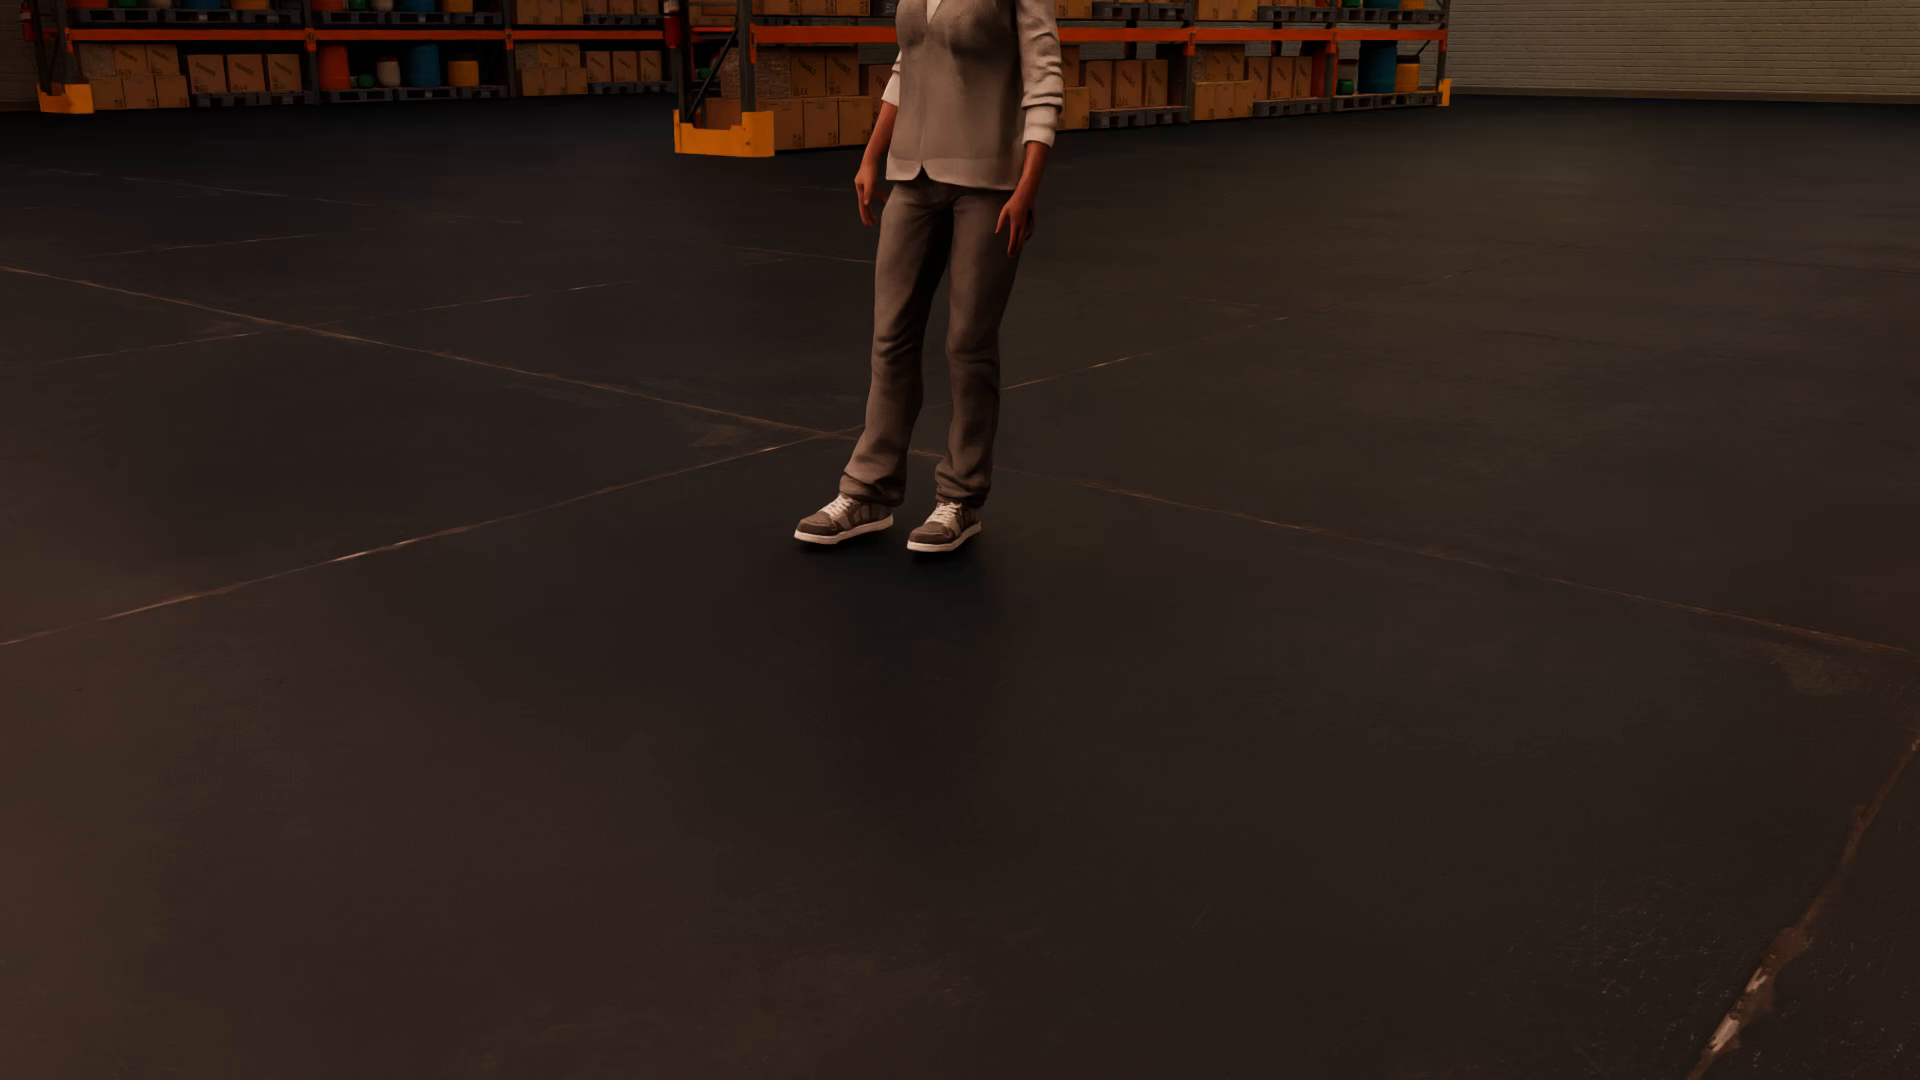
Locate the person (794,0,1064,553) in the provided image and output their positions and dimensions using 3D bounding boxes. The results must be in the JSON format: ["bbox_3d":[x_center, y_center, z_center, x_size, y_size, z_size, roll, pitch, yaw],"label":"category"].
[{"bbox_3d":[-0.058,-0.754,3.663,0.520,1.590,0.475,13,21,37],"label":"person"}]
